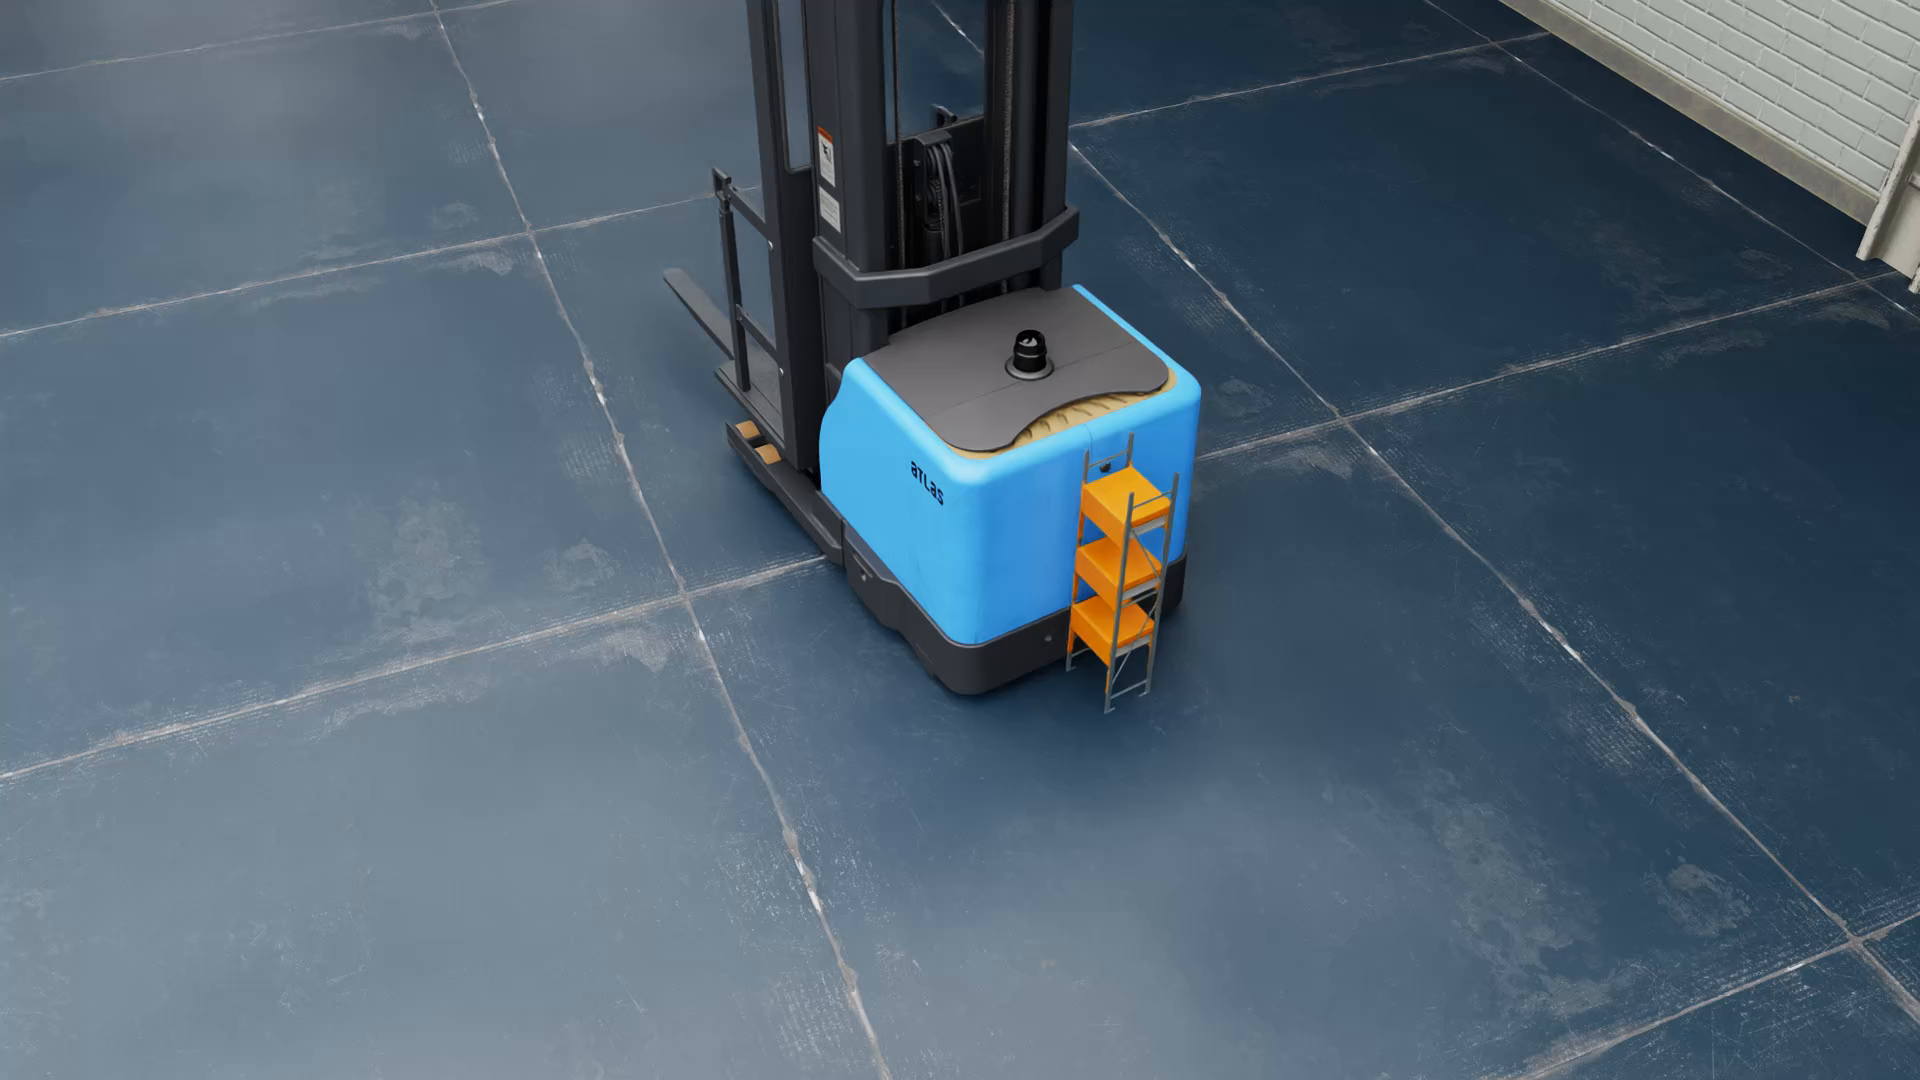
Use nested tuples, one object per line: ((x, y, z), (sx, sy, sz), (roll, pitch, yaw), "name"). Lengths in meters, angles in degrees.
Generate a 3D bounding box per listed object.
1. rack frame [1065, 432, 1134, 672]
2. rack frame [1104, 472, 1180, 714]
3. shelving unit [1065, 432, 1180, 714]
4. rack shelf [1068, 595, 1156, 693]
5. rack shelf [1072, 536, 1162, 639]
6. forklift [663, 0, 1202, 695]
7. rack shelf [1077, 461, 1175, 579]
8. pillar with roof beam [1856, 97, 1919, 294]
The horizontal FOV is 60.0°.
((0.486, 0.064, 5.858), (0.200, 1.050, 0.008), (-23, 47, -24), "rack frame")
((0.617, 0.204, 5.707), (0.200, 1.050, 0.008), (-23, 47, -24), "rack frame")
((0.552, 0.134, 5.783), (0.215, 1.050, 0.252), (-23, 47, -24), "shelving unit")
((0.547, 0.348, 5.977), (0.215, 0.259, 0.240), (-23, 47, -24), "rack shelf")
((0.552, 0.142, 5.790), (0.215, 0.259, 0.240), (-23, 47, -24), "rack shelf")
((-0.340, -1.493, 6.238), (1.130, 2.935, 3.031), (-22, 45, -23), "forklift")
((0.557, -0.068, 5.599), (0.215, 0.259, 0.240), (-23, 47, -24), "rack shelf")
((0.777, -3.701, 4.152), (9.100, 9.000, 0.400), (-15, 43, -17), "pillar with roof beam")
